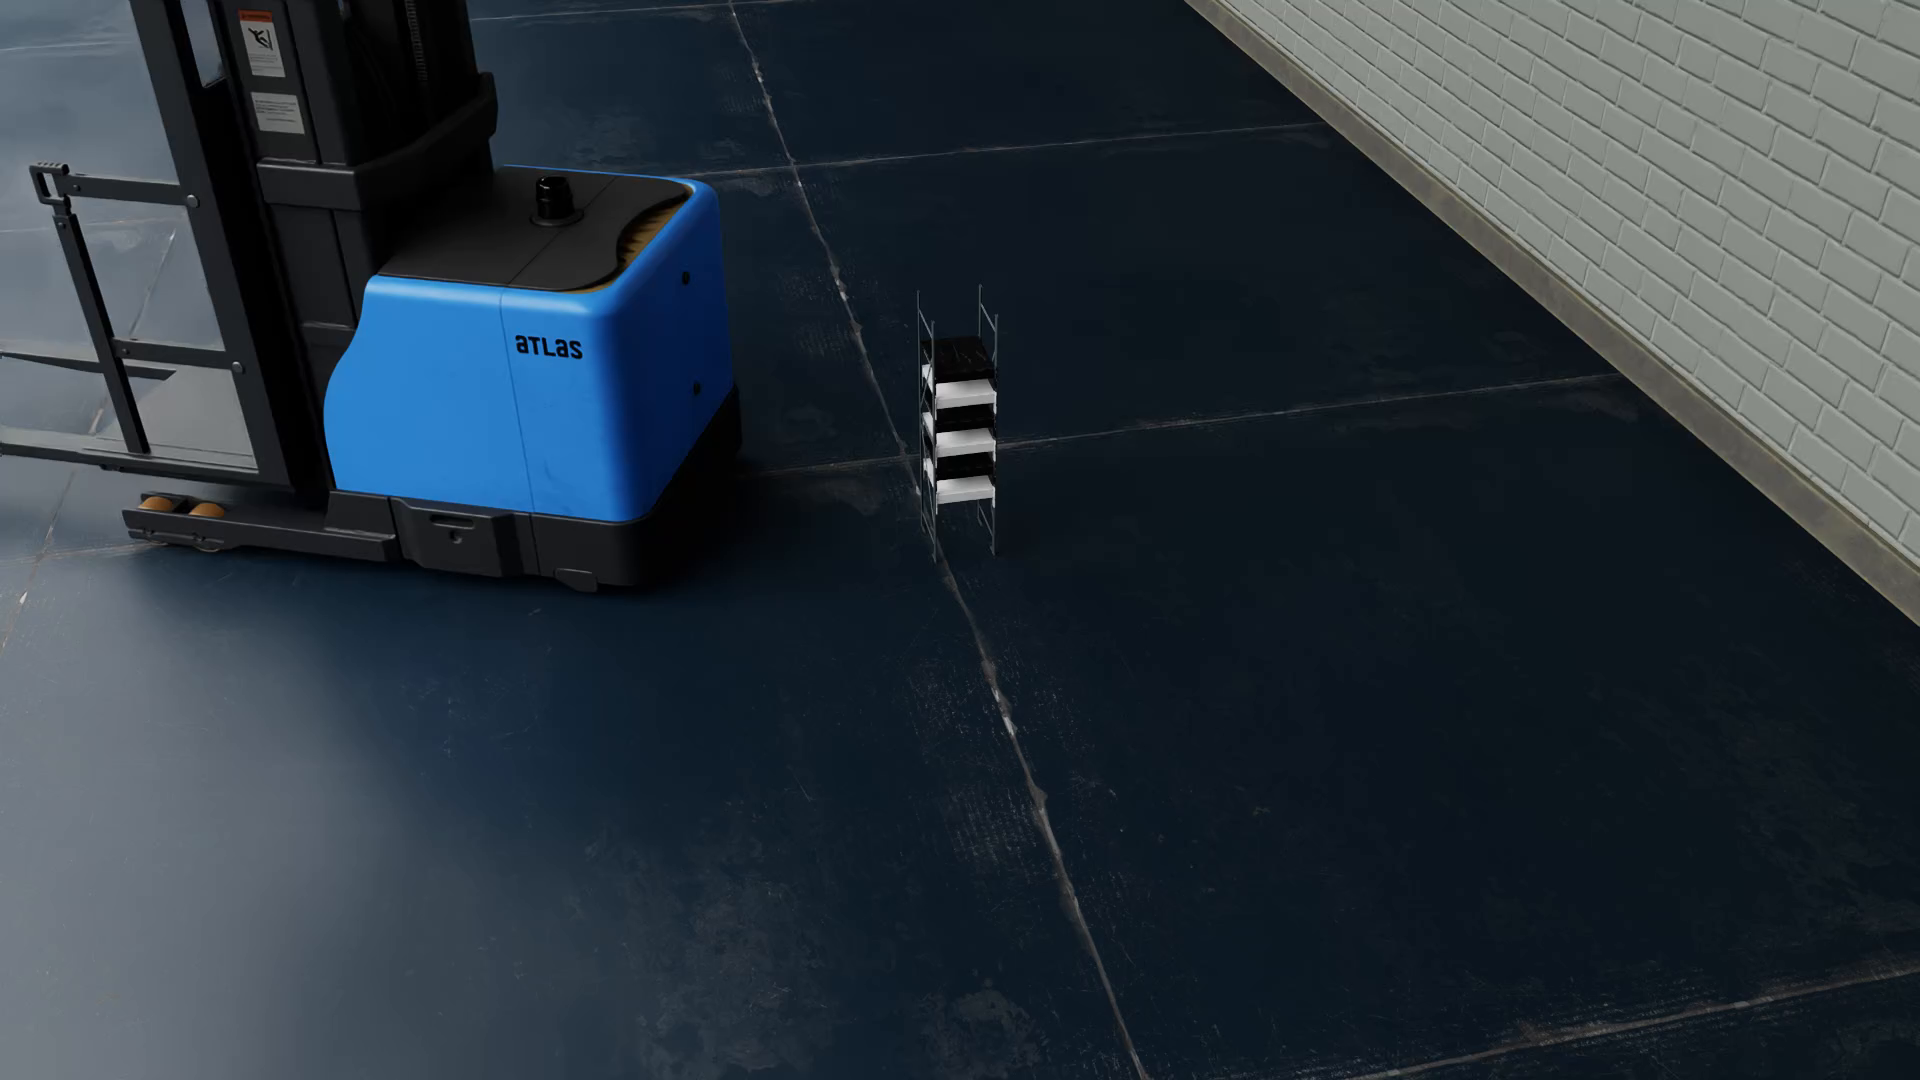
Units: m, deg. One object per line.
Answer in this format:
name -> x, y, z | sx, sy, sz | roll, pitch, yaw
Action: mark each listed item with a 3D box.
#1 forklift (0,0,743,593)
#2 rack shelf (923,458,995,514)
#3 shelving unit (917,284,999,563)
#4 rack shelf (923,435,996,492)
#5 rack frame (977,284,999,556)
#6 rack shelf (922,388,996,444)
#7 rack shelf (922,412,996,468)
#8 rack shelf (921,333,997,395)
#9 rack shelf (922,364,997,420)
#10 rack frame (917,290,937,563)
forklift -> -2.376, -1.455, 5.287 | 3.031, 2.935, 1.130 | 7, 34, 10
rack shelf -> -0.008, -0.196, 5.617 | 0.200, 0.077, 0.258 | -7, 35, -11
shelving unit -> -0.008, -0.373, 5.498 | 0.210, 0.900, 0.258 | -7, 35, -11
rack shelf -> -0.008, -0.270, 5.566 | 0.200, 0.077, 0.258 | -7, 35, -11
rack frame -> 0.091, -0.385, 5.516 | 0.006, 0.900, 0.240 | -7, 35, -11
rack shelf -> -0.008, -0.420, 5.466 | 0.200, 0.077, 0.258 | -7, 35, -11
rack shelf -> -0.008, -0.345, 5.516 | 0.200, 0.077, 0.258 | -7, 35, -11
rack shelf -> -0.008, -0.569, 5.366 | 0.200, 0.077, 0.258 | -7, 35, -11
rack shelf -> -0.008, -0.494, 5.416 | 0.200, 0.077, 0.258 | -7, 35, -11
rack frame -> -0.107, -0.360, 5.479 | 0.006, 0.900, 0.240 | -7, 35, -11
